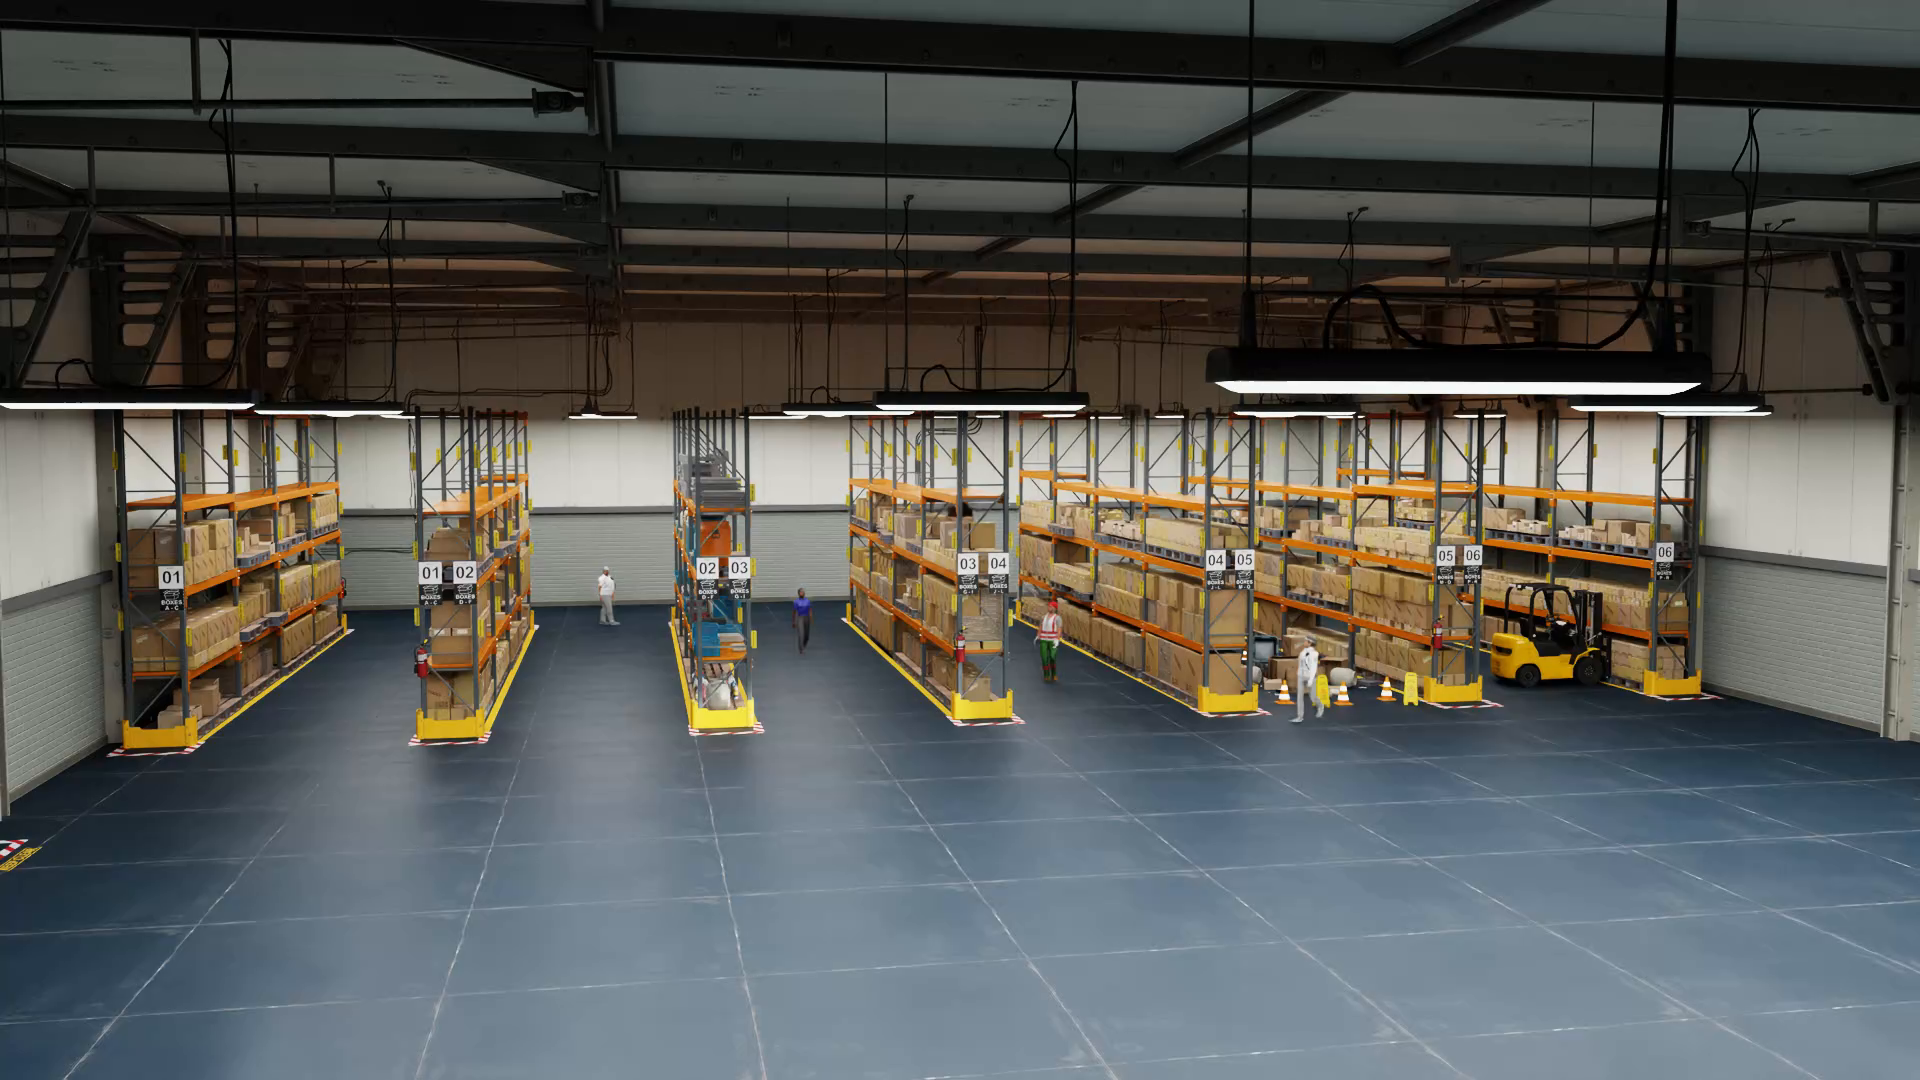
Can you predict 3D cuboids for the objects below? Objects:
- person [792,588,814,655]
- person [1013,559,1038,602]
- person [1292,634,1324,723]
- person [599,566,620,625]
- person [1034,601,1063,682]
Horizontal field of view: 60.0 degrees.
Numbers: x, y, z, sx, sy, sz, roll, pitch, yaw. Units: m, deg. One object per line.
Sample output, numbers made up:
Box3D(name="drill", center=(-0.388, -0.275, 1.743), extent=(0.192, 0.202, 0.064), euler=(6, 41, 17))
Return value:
Box3D(name="person", center=(-3.902, 1.991, 41.142), extent=(0.494, 1.600, 0.951), euler=(-1, 4, -17))
Box3D(name="person", center=(2.038, 1.126, 52.877), extent=(0.757, 1.645, 0.487), euler=(-2, 5, -27))
Box3D(name="person", center=(6.663, 2.619, 31.745), extent=(0.434, 1.675, 0.783), euler=(3, 5, 40))
Box3D(name="person", center=(-9.846, 1.571, 46.827), extent=(0.645, 1.655, 0.498), euler=(0, 4, 5))
Box3D(name="person", center=(1.953, 2.239, 36.720), extent=(0.618, 1.775, 0.485), euler=(1, 4, 16))
